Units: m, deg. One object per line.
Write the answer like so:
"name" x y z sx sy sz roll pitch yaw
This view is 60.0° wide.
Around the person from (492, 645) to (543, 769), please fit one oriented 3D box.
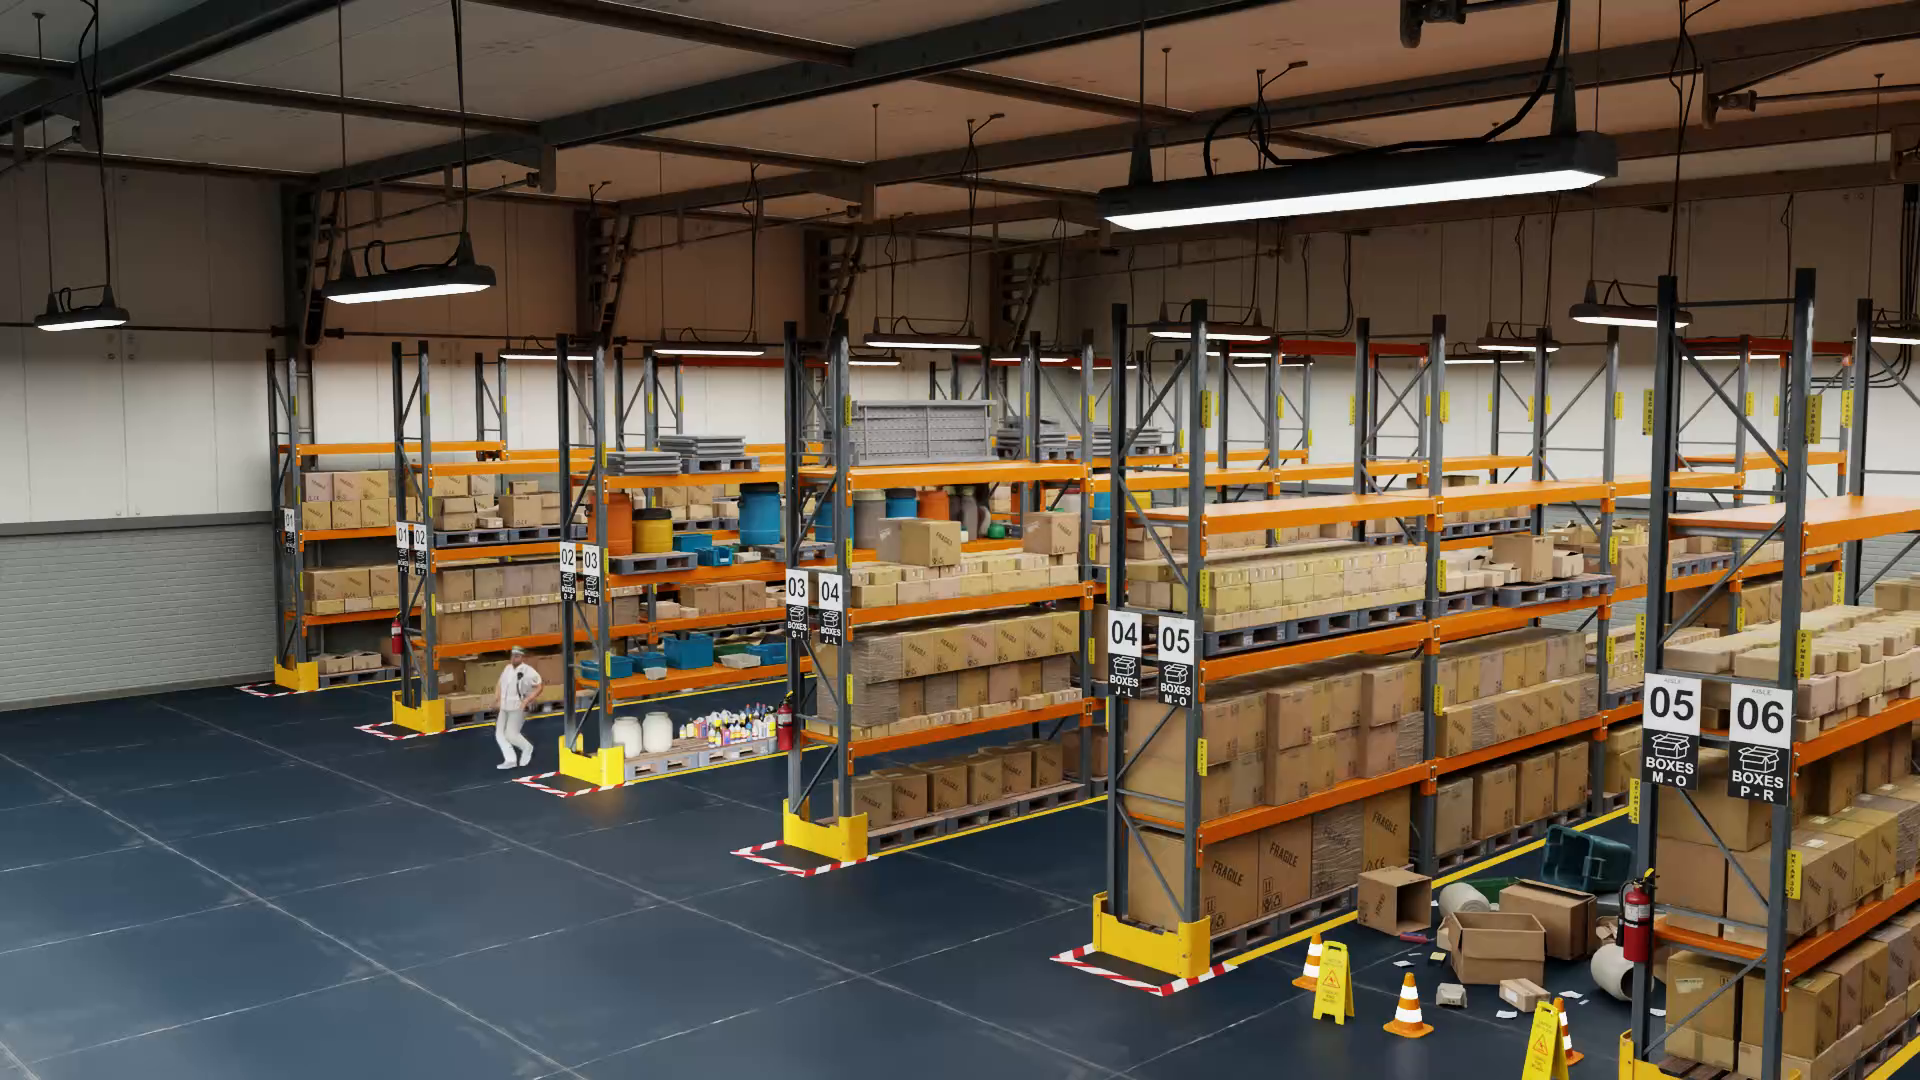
"person" -6.180 2.316 23.022 0.724 1.736 0.526 3 6 29
